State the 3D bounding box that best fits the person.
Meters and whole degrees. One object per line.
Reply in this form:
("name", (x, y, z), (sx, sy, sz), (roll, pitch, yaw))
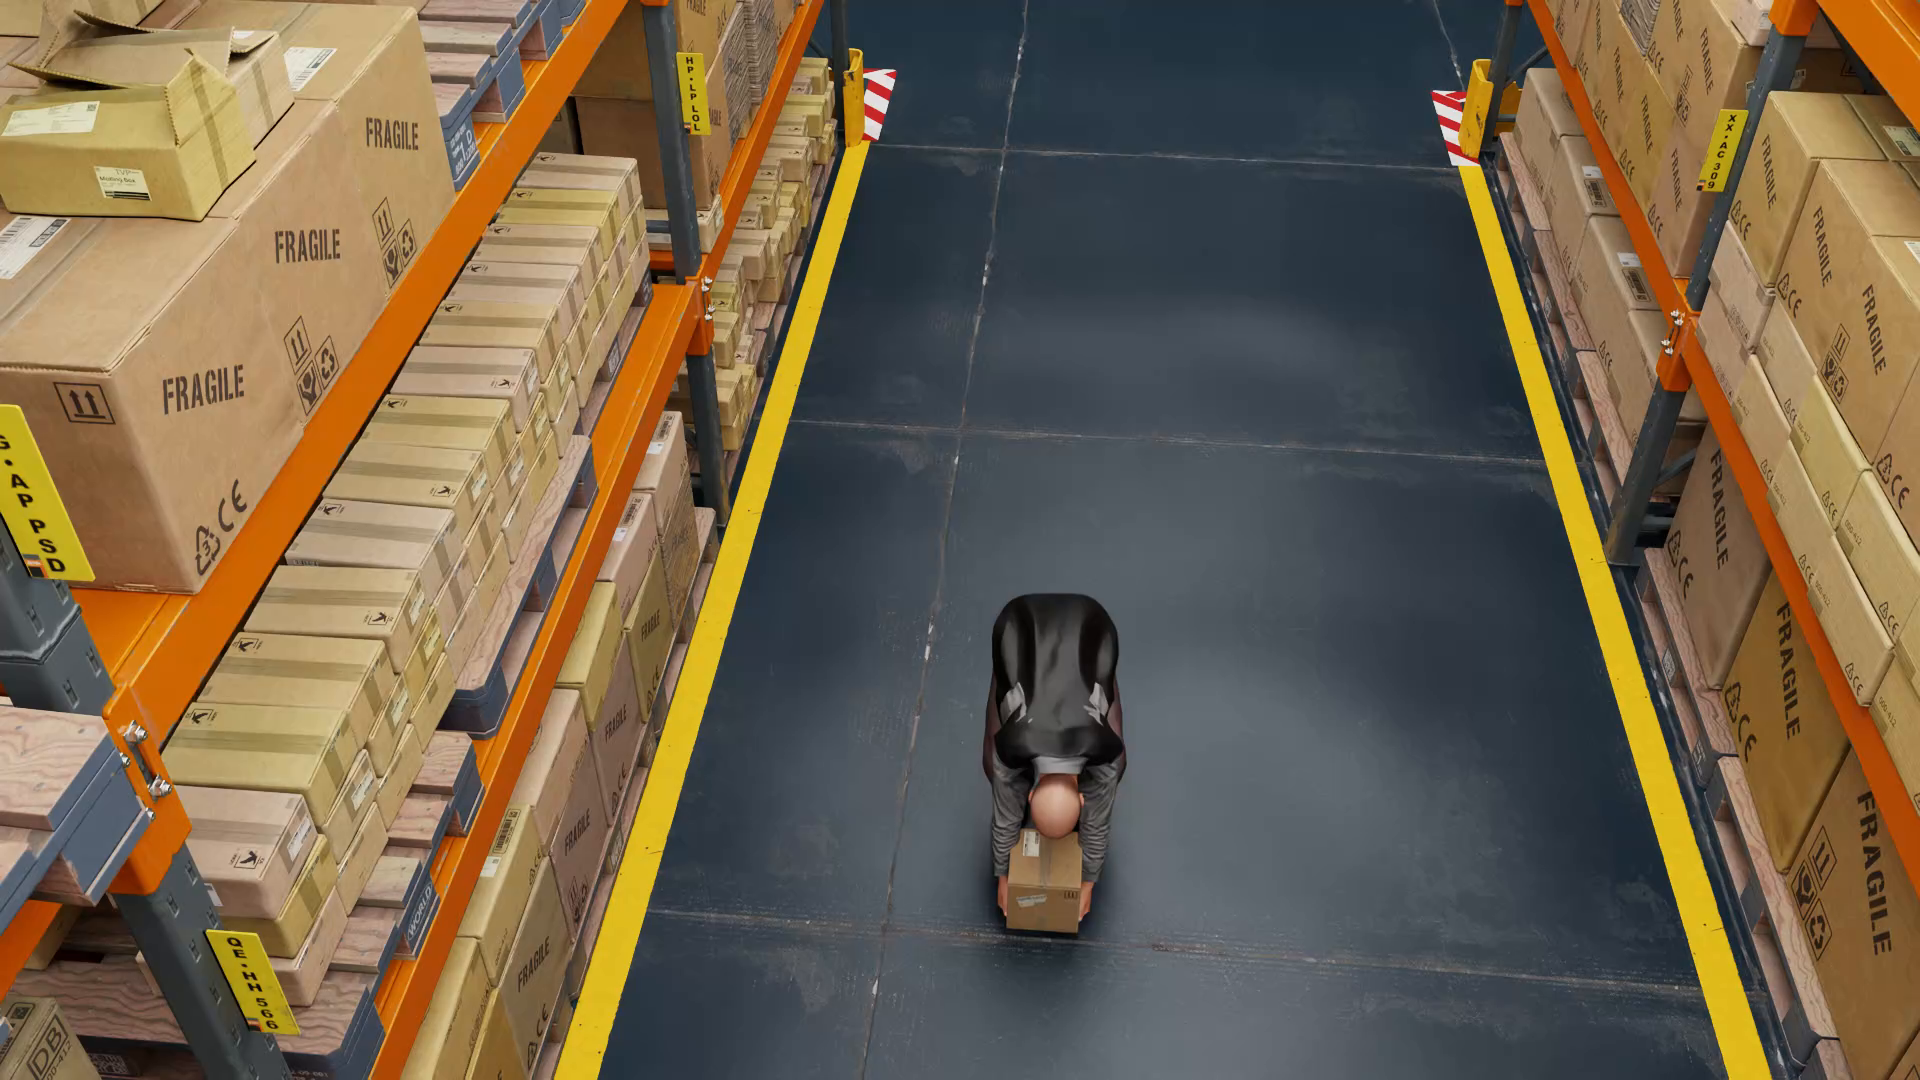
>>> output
("person", (0.335, 0.757, 5.860), (0.513, 0.960, 0.944), (1, 40, 2))
